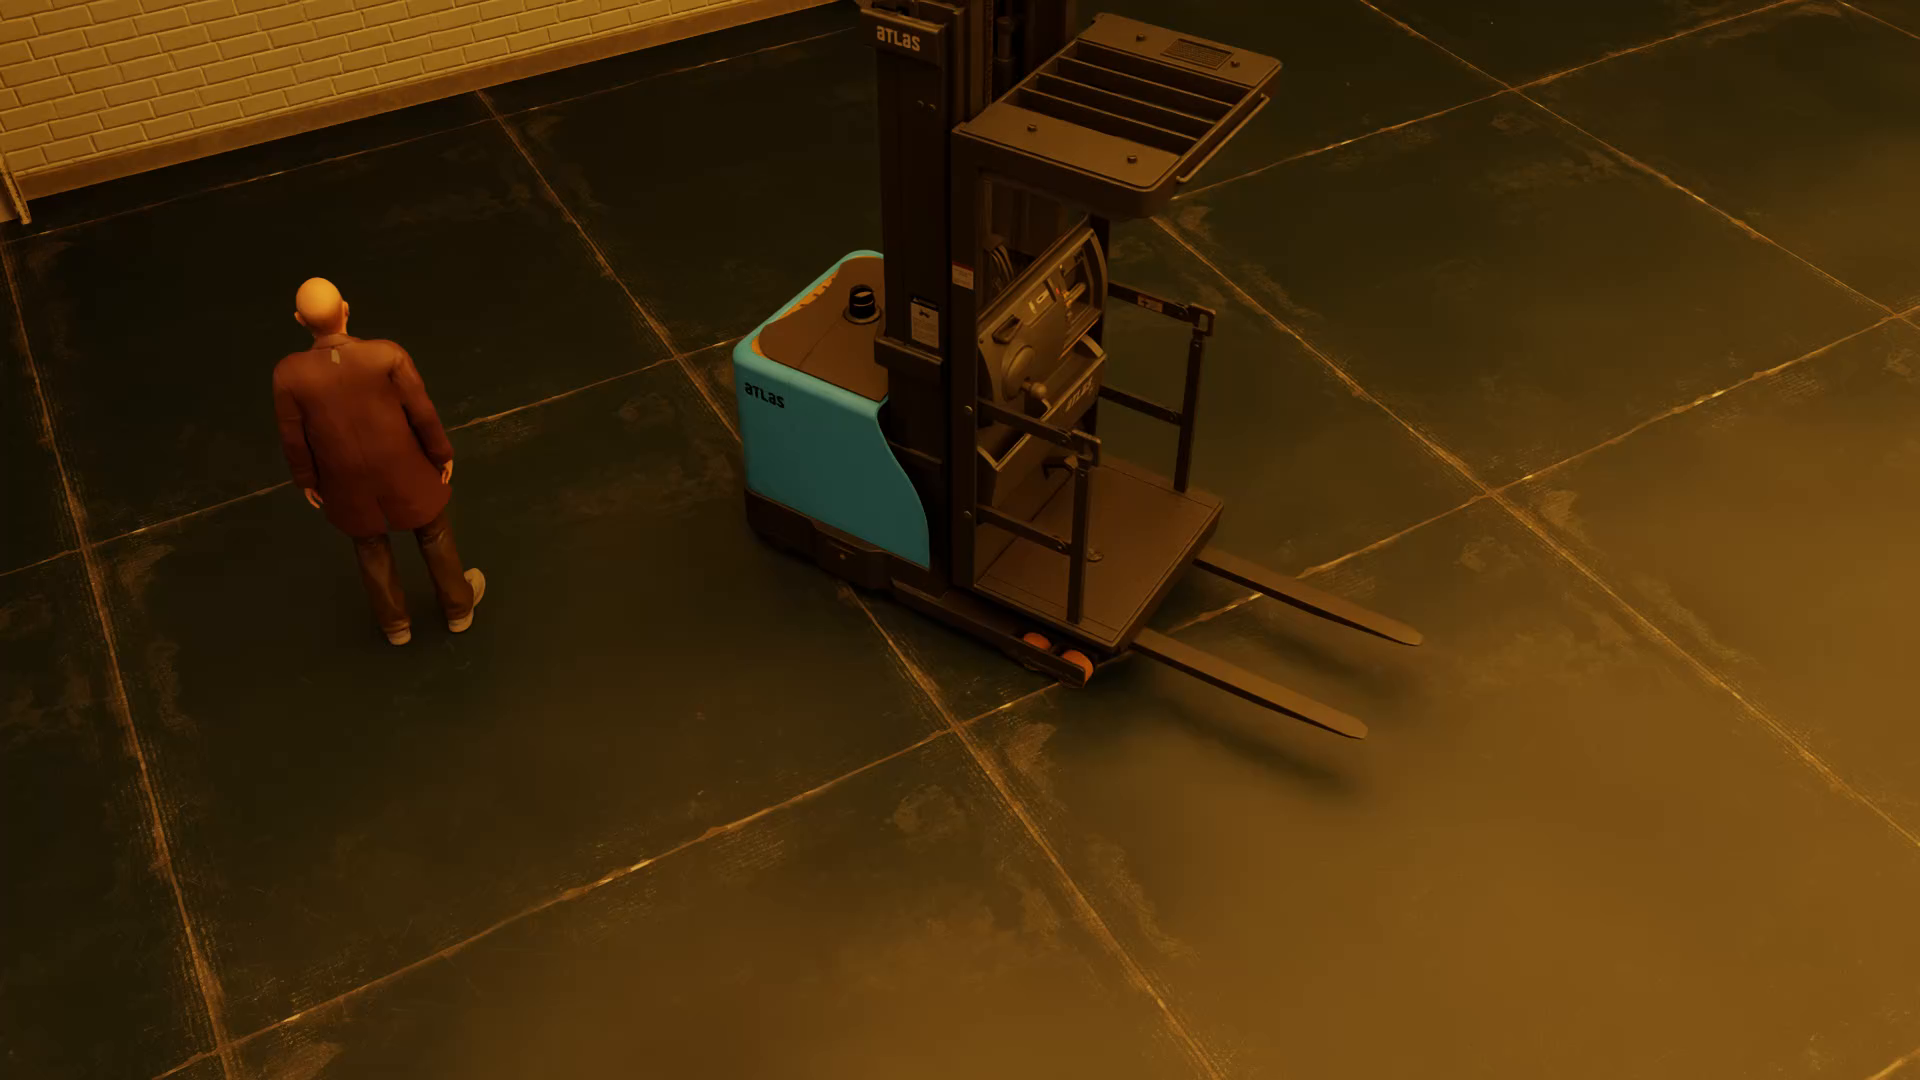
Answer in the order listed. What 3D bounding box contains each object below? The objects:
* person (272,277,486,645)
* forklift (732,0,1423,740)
[{"bbox_3d":[-2.416,-0.298,6.871,0.644,1.772,0.430,-10,44,-11],"label":"person"},{"bbox_3d":[0.517,-0.853,6.618,3.031,2.935,1.130,23,48,23],"label":"forklift"}]
